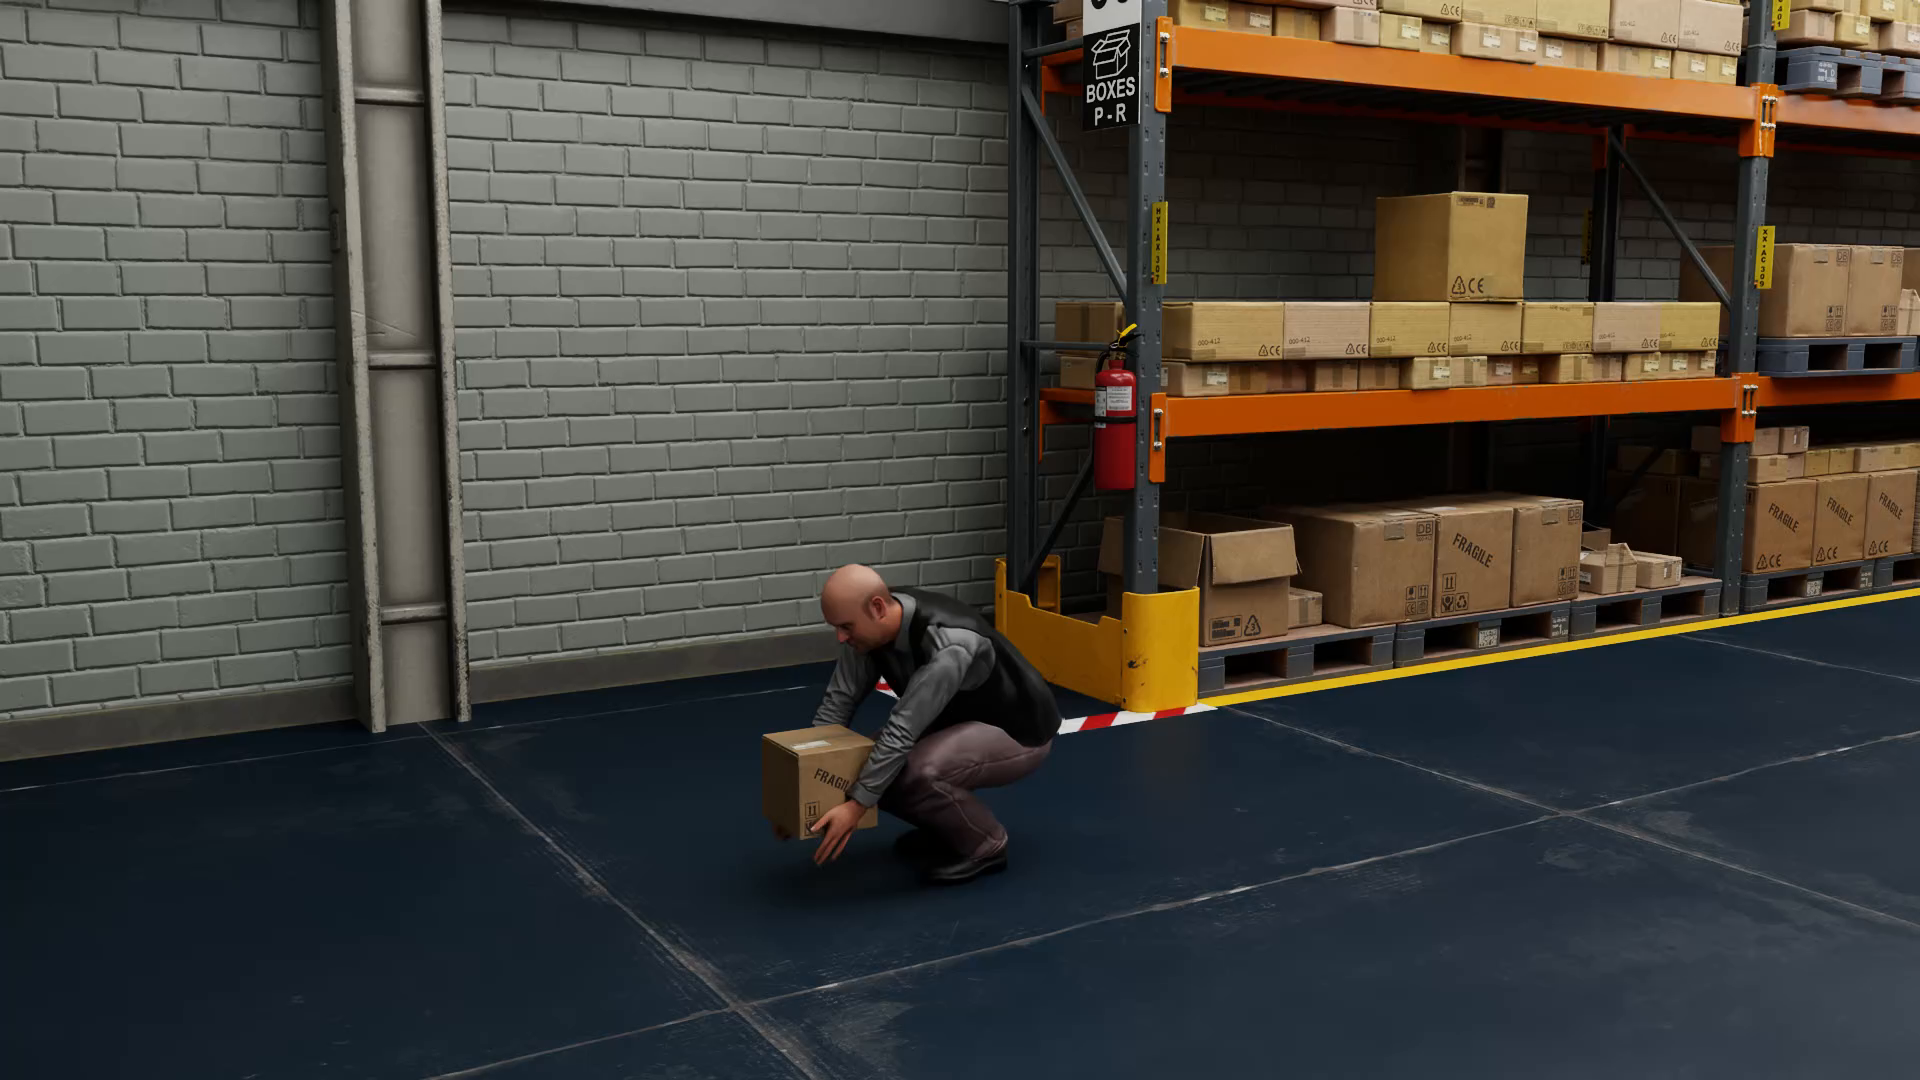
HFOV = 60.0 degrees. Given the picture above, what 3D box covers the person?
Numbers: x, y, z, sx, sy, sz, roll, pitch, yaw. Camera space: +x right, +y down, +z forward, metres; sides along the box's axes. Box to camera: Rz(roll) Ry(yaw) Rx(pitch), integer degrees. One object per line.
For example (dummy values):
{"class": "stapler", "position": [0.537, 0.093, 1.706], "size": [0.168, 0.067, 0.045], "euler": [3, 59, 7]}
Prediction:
{"class": "person", "position": [-0.115, 0.528, 4.956], "size": [0.876, 0.960, 0.524], "euler": [-5, 9, -31]}
